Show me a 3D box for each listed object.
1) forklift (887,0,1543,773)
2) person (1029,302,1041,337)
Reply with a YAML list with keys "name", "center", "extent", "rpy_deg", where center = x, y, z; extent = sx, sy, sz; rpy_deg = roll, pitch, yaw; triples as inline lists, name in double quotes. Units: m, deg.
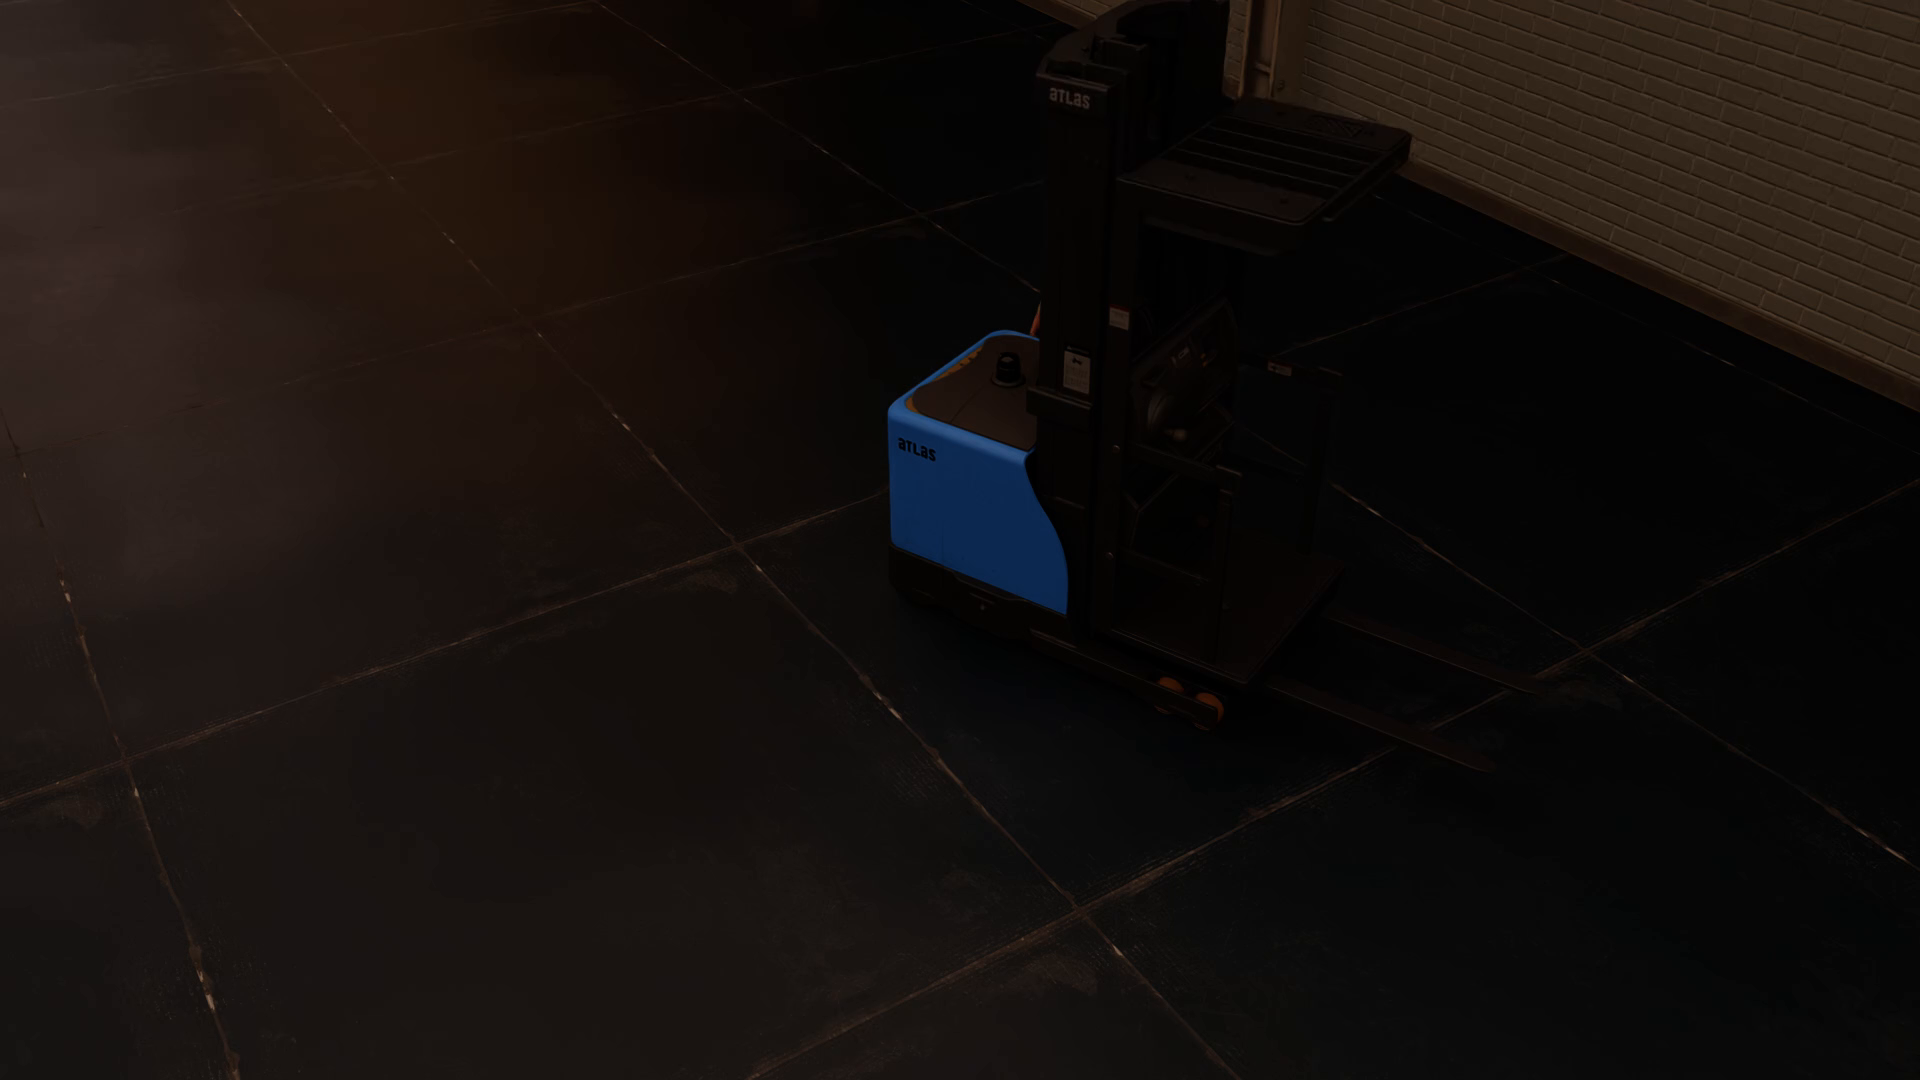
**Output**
- name: "forklift"
  center: [1.151, -0.694, 7.136]
  extent: [3.031, 2.935, 1.130]
  rpy_deg: [21, 40, 27]
- name: "person"
  center: [0.650, -0.927, 8.665]
  extent: [0.694, 1.553, 0.412]
  rpy_deg: [18, 39, 24]
